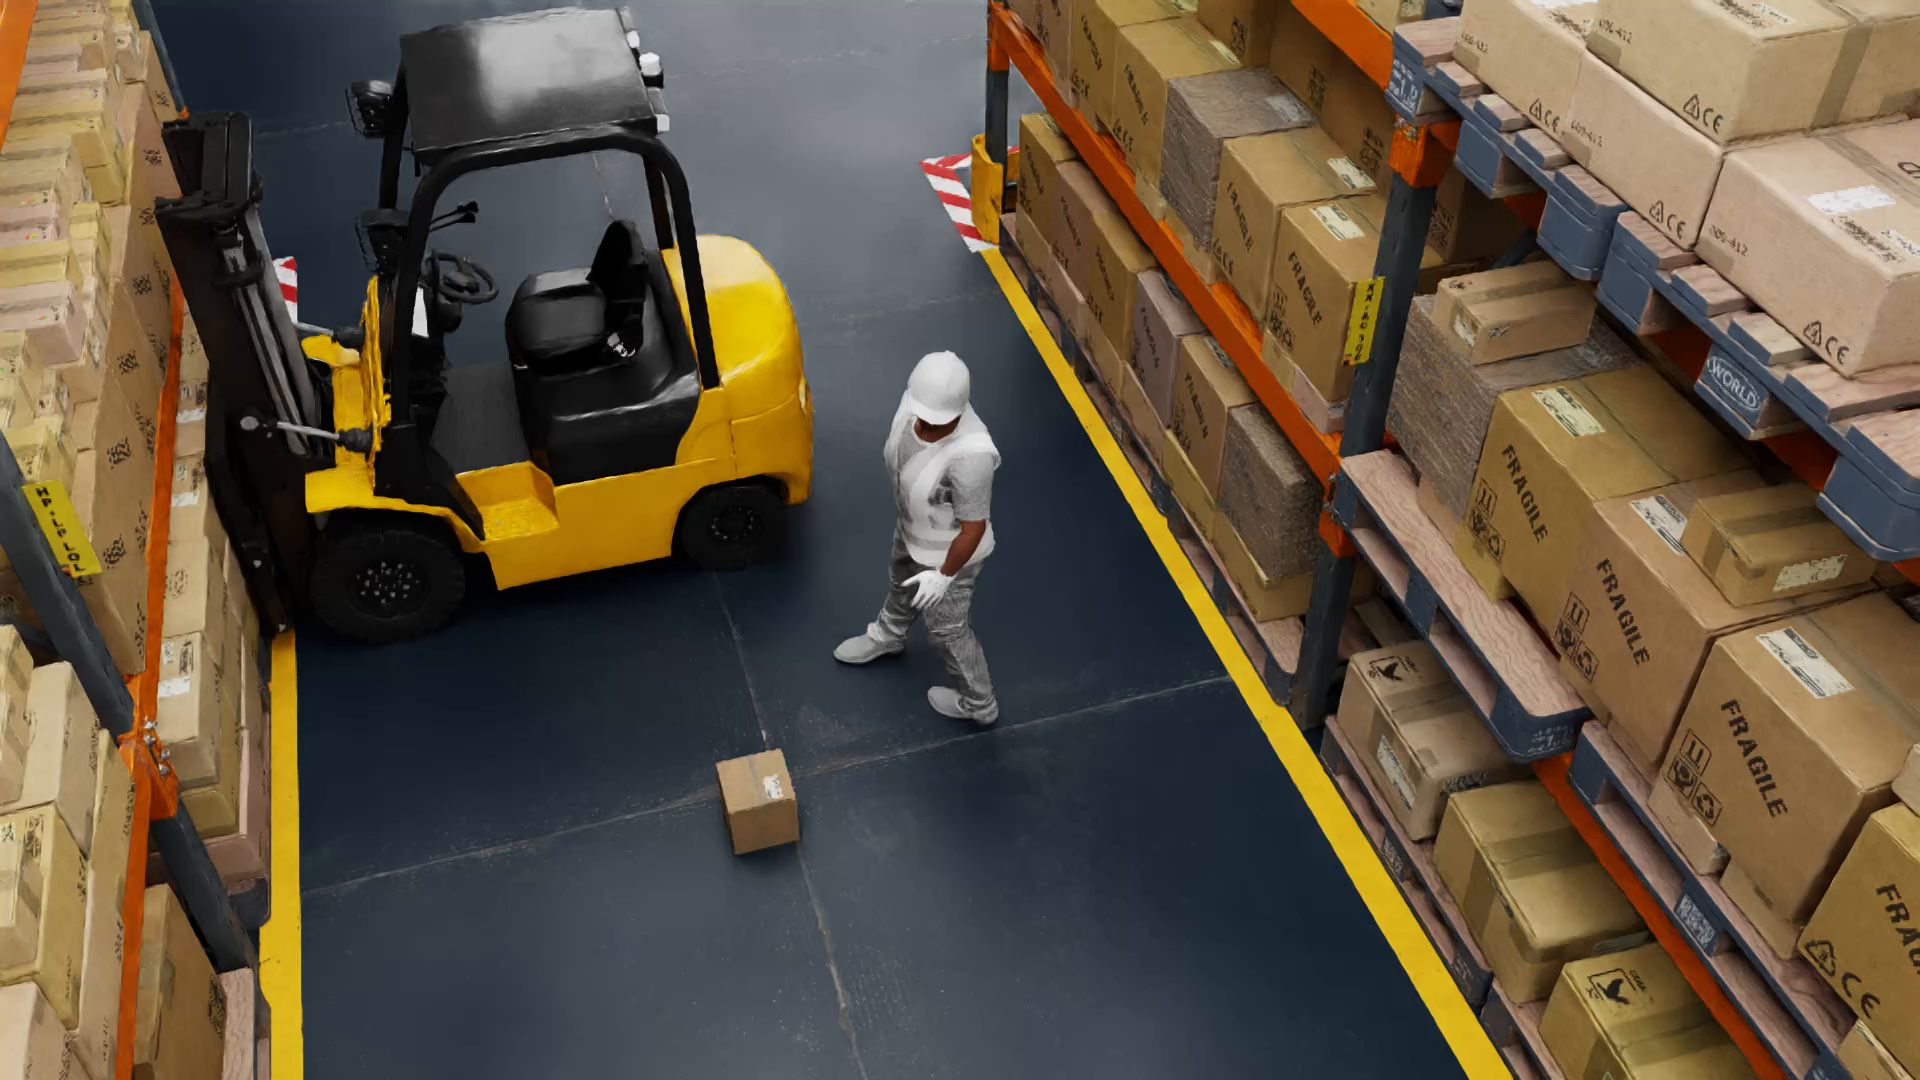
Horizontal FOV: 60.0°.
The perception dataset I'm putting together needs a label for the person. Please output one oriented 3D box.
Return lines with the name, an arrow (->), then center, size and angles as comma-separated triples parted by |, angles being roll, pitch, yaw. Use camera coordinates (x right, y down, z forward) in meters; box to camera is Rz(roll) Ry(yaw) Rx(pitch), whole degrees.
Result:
person -> -0.175, -0.024, 6.201 | 0.576, 1.763, 0.690 | -10, 43, -11
